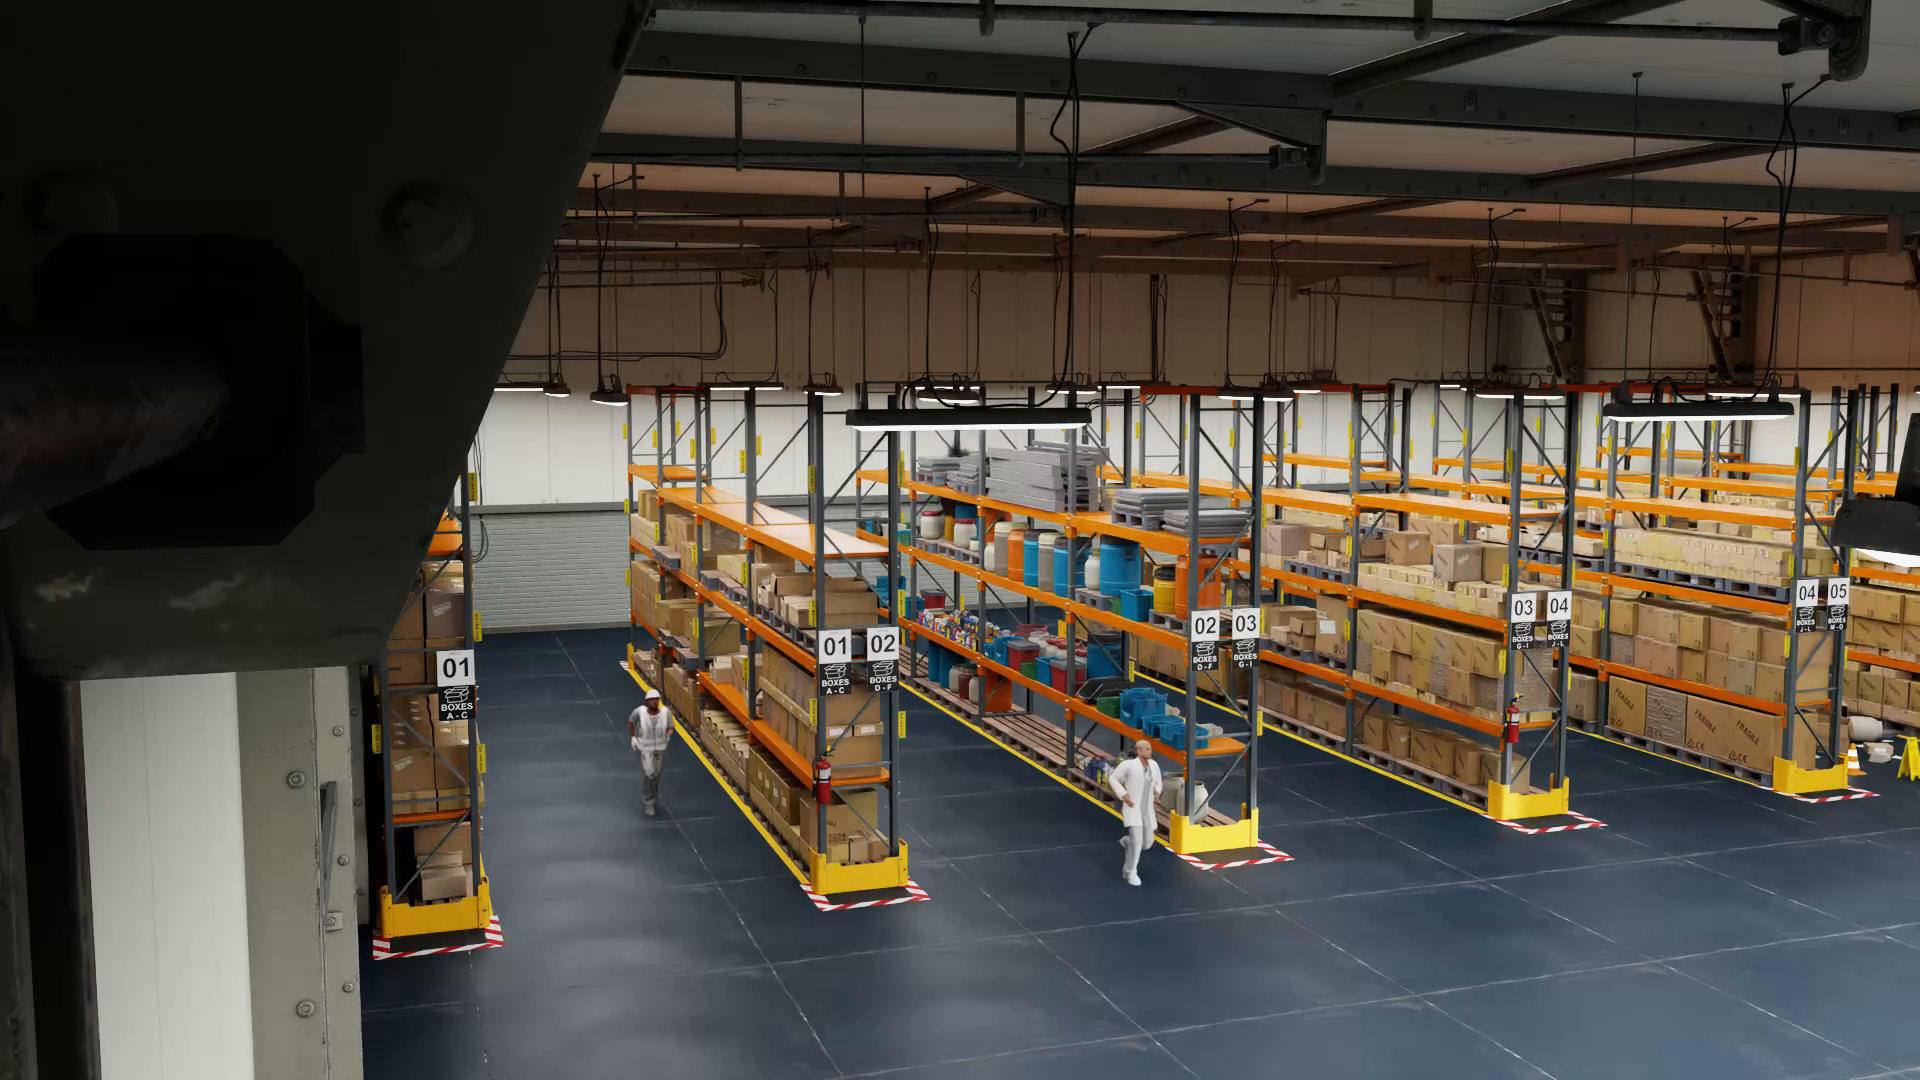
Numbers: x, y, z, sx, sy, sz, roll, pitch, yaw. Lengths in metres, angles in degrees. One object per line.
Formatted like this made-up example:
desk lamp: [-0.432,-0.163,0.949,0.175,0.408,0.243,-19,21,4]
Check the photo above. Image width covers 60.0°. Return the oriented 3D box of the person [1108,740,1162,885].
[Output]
person: [2.248,3.360,20.772,0.738,1.724,0.732,-3,7,-28]

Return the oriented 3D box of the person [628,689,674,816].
person: [-4.384,3.014,23.761,0.593,1.812,0.868,-3,7,-27]
